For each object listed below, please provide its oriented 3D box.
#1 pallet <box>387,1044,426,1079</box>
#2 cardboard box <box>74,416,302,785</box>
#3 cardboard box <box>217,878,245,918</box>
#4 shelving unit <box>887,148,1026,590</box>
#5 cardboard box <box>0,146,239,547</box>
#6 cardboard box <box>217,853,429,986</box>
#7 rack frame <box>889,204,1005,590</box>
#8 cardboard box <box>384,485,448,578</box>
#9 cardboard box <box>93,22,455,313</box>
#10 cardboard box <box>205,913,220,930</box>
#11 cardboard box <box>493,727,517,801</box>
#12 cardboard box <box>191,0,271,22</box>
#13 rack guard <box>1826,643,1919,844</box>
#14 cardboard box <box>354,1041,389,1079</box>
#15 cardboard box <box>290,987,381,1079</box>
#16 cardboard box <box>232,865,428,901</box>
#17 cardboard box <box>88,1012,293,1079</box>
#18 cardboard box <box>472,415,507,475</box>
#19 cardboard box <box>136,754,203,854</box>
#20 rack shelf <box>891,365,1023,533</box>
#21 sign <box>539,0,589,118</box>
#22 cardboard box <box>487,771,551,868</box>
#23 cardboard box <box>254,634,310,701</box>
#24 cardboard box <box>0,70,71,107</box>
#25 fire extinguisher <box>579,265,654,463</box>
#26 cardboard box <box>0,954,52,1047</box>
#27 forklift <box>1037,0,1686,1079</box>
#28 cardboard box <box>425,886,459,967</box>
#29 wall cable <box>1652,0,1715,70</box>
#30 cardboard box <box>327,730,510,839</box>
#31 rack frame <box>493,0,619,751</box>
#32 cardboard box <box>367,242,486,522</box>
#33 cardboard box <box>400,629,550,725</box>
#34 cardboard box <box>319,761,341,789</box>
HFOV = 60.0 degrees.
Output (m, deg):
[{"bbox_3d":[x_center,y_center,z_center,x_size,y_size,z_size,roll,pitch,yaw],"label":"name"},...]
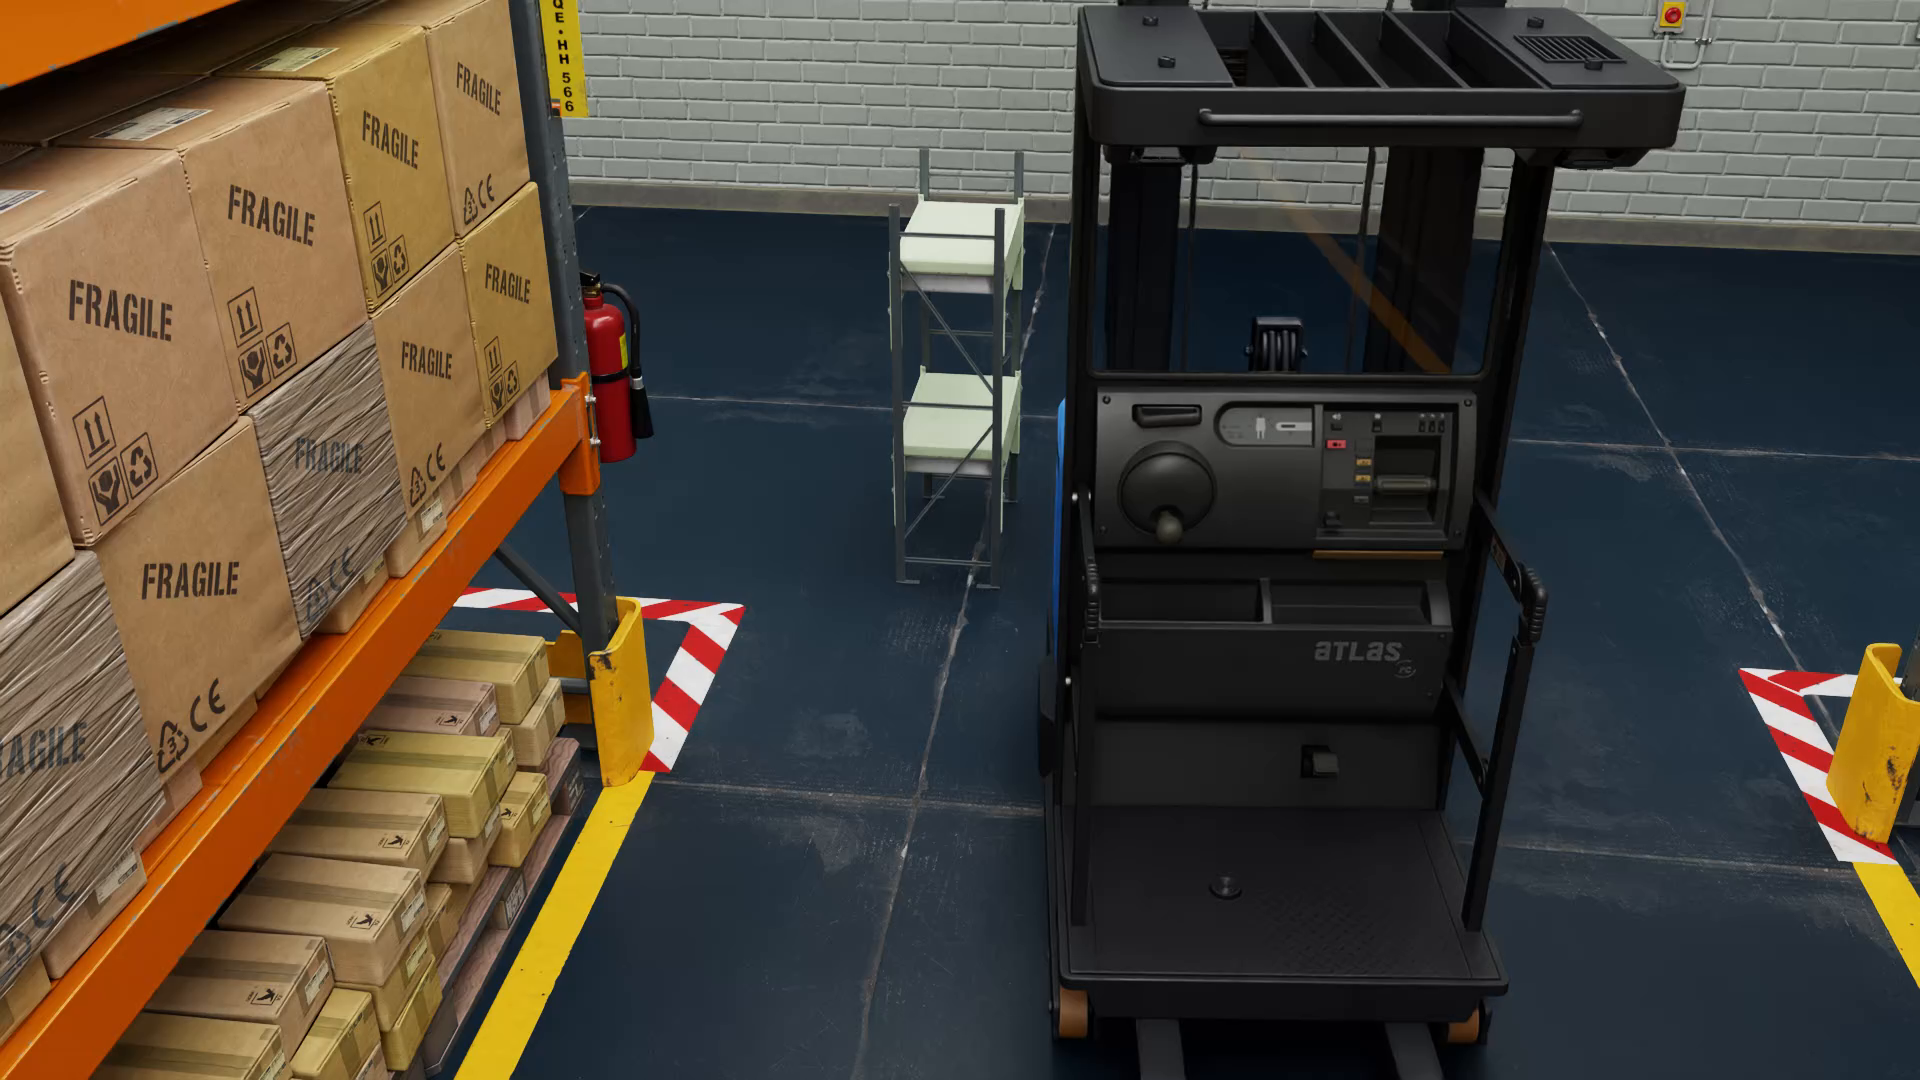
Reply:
[{"bbox_3d":[-1.897,1.535,3.678,1.003,0.211,1.213,3,28,6],"label":"pallet"},{"bbox_3d":[-1.593,0.086,3.009,0.500,0.500,0.500,5,29,9],"label":"cardboard box"},{"bbox_3d":[-2.098,0.976,4.338,0.380,0.149,0.250,4,29,7],"label":"cardboard box"},{"bbox_3d":[-0.001,-0.657,6.388,0.431,1.500,0.755,3,28,6],"label":"shelving unit"},{"bbox_3d":[-1.589,-0.333,2.733,0.500,0.500,0.500,2,28,4],"label":"cardboard box"},{"bbox_3d":[-1.480,0.883,3.884,0.380,0.149,0.250,4,29,8],"label":"cardboard box"},{"bbox_3d":[-0.046,-0.485,6.069,0.400,1.500,0.023,3,28,6],"label":"rack frame"},{"bbox_3d":[-1.452,-0.045,3.936,0.380,0.149,0.250,4,29,8],"label":"cardboard box"},{"bbox_3d":[-1.473,-0.828,3.651,0.500,0.500,0.500,2,28,4],"label":"cardboard box"},{"bbox_3d":[-2.029,0.981,4.016,0.380,0.149,0.250,2,28,4],"label":"cardboard box"},{"bbox_3d":[-1.468,0.643,4.643,0.380,0.149,0.250,3,28,5],"label":"cardboard box"},{"bbox_3d":[-1.920,-1.100,4.157,0.500,0.500,0.500,3,28,6],"label":"cardboard box"},{"bbox_3d":[3.327,0.648,5.020,1.175,0.500,0.348,3,28,6],"label":"rack guard"},{"bbox_3d":[-1.547,1.263,3.805,0.380,0.149,0.250,4,29,7],"label":"cardboard box"},{"bbox_3d":[-1.545,1.132,3.736,0.380,0.149,0.250,5,29,9],"label":"cardboard box"},{"bbox_3d":[-1.580,0.888,4.188,0.380,0.149,0.250,3,28,6],"label":"cardboard box"},{"bbox_3d":[-1.627,1.126,3.434,0.380,0.149,0.250,3,29,6],"label":"cardboard box"},{"bbox_3d":[-1.428,-0.286,4.383,0.380,0.149,0.250,3,28,6],"label":"cardboard box"},{"bbox_3d":[-1.632,0.446,3.024,0.380,0.149,0.250,4,29,8],"label":"cardboard box"},{"bbox_3d":[-0.001,-0.370,6.543,0.431,0.370,0.720,3,28,6],"label":"rack shelf"},{"bbox_3d":[-1.053,-1.288,4.425,0.100,0.325,0.005,3,28,6],"label":"sign"},{"bbox_3d":[-1.390,0.776,4.710,0.380,0.149,0.250,4,29,8],"label":"cardboard box"},{"bbox_3d":[-1.606,0.201,3.480,0.380,0.149,0.250,2,28,4],"label":"cardboard box"},{"bbox_3d":[-2.061,-0.619,3.263,0.500,0.500,0.500,3,28,5],"label":"cardboard box"},{"bbox_3d":[-1.112,-0.575,5.129,0.296,0.674,0.183,3,28,6],"label":"fire extinguisher"},{"bbox_3d":[-1.658,0.701,2.551,0.380,0.149,0.250,4,29,7],"label":"cardboard box"},{"bbox_3d":[0.797,-0.134,3.909,1.130,2.935,3.031,1,28,1],"label":"forklift"},{"bbox_3d":[-1.525,1.012,4.271,0.380,0.149,0.250,4,29,7],"label":"cardboard box"},{"bbox_3d":[3.991,-3.558,9.087,0.585,1.953,0.123,3,28,6],"label":"wall cable"},{"bbox_3d":[-1.408,0.635,4.344,0.380,0.149,0.250,3,28,5],"label":"cardboard box"},{"bbox_3d":[-1.601,-0.681,4.852,1.000,3.000,0.127,3,28,6],"label":"rack frame"},{"bbox_3d":[-1.469,-0.387,3.888,0.500,0.500,0.500,3,28,5],"label":"cardboard box"},{"bbox_3d":[-1.415,0.391,4.797,0.380,0.149,0.250,4,29,7],"label":"cardboard box"},{"bbox_3d":[-1.934,0.745,4.767,0.380,0.149,0.250,3,28,6],"label":"cardboard box"}]
